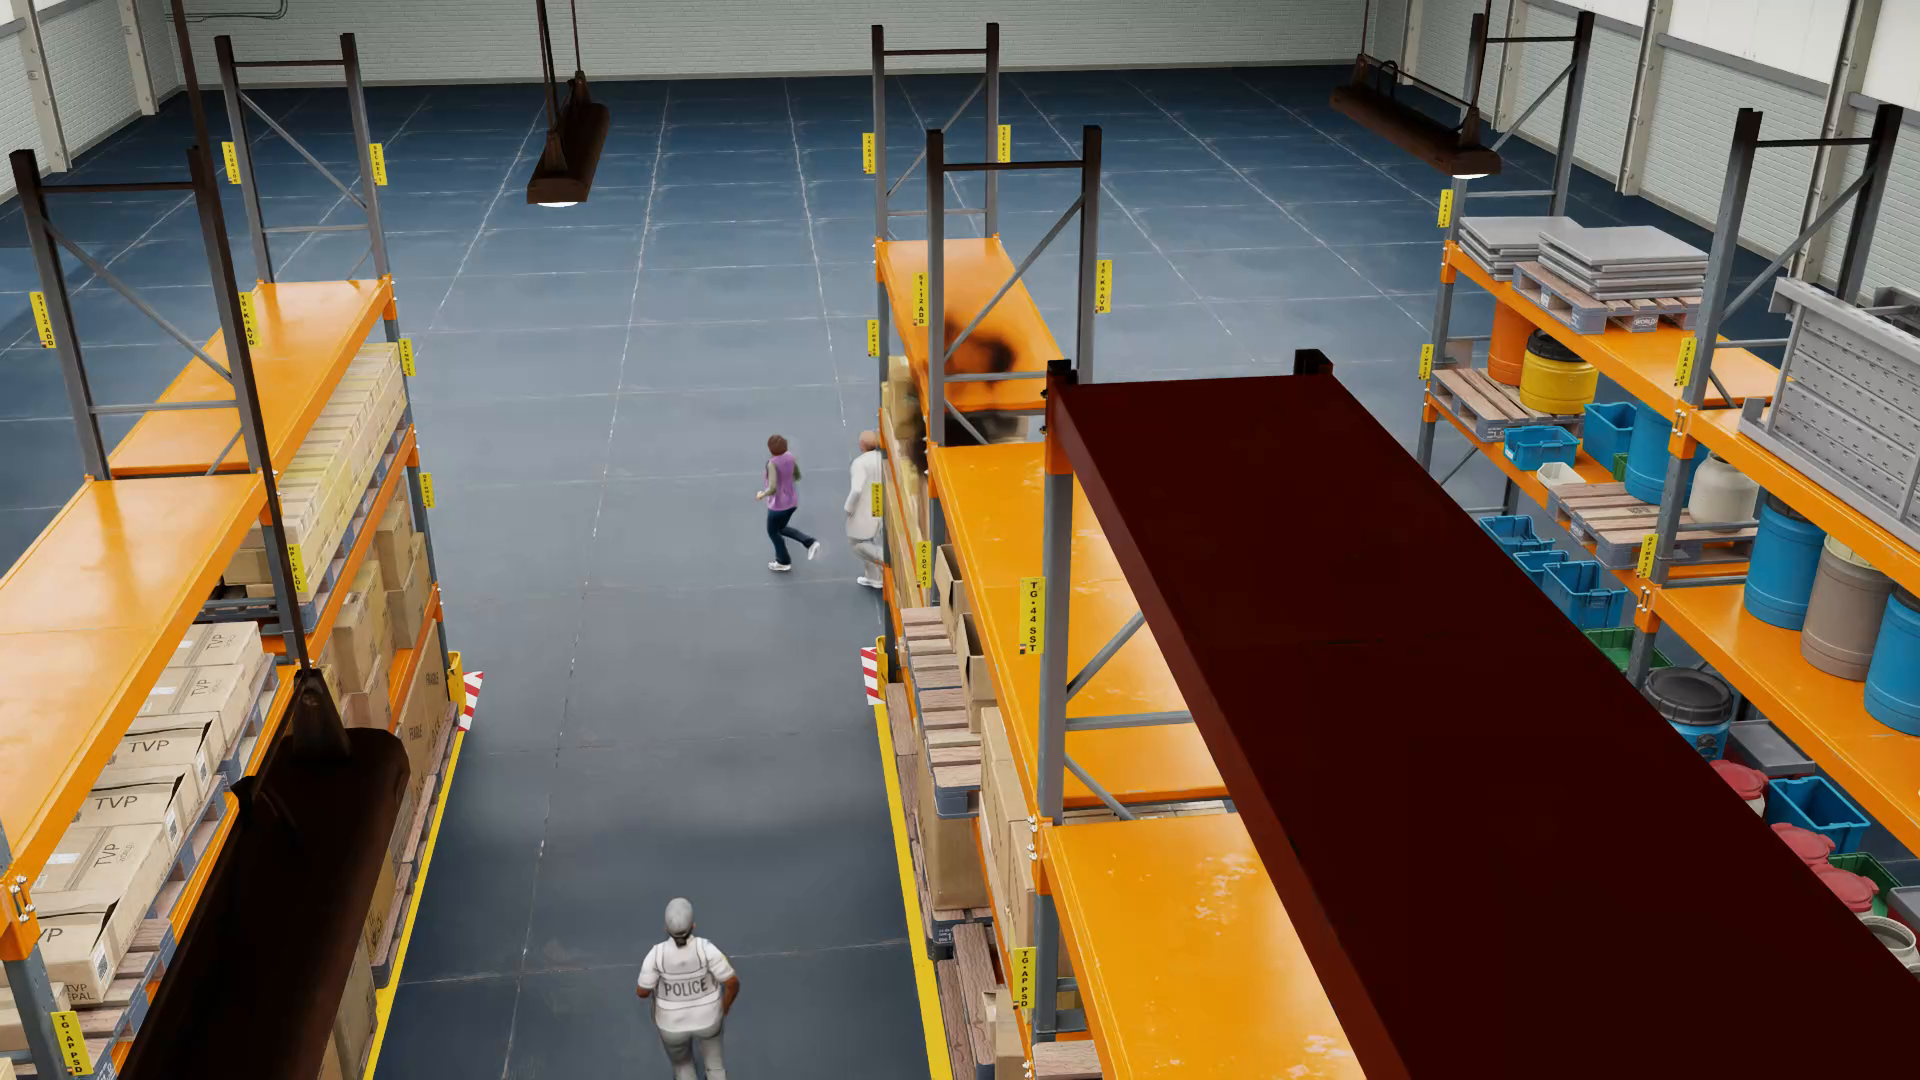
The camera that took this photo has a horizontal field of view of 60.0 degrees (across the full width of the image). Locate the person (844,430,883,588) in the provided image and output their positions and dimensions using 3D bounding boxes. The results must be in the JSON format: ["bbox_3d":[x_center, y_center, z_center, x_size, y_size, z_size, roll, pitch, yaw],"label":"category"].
[{"bbox_3d":[-0.878,-0.272,17.087,0.709,1.762,0.722,20,32,36],"label":"person"}]

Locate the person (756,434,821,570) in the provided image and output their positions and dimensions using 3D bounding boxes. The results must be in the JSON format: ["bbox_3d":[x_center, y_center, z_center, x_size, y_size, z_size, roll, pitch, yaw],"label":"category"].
[{"bbox_3d":[-1.816,-0.349,17.455,0.598,1.578,0.538,14,29,26],"label":"person"}]

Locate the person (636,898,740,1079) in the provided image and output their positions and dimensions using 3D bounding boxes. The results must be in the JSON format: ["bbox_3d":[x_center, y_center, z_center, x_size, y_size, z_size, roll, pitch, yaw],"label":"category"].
[{"bbox_3d":[-1.705,2.948,10.423,0.612,1.636,0.578,-8,27,-16],"label":"person"}]
